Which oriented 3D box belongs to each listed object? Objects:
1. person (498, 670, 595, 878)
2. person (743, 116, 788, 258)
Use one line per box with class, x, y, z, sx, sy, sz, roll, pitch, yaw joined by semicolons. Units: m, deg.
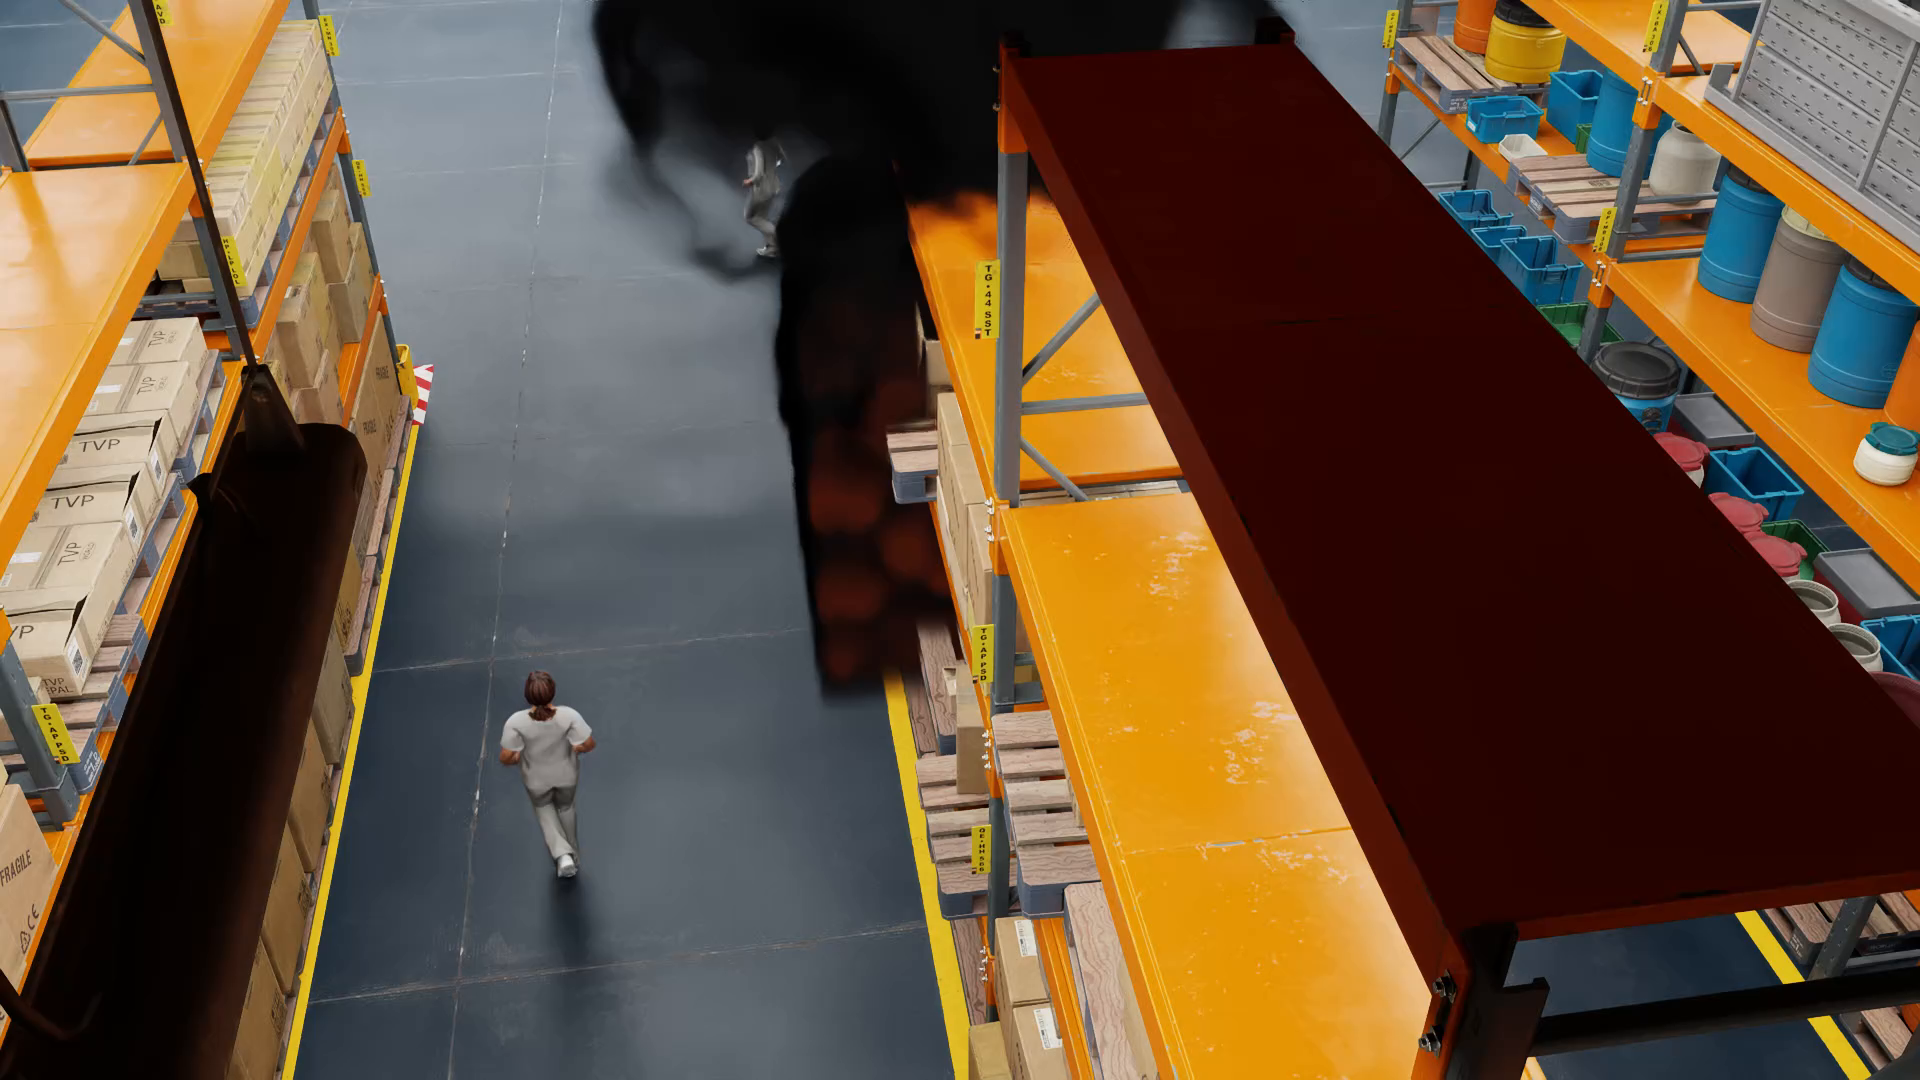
person;-2.469;1.459;10.102;0.568;1.638;0.553;-10;38;-14
person;-1.990;-3.604;17.051;0.562;1.550;0.533;18;40;23
